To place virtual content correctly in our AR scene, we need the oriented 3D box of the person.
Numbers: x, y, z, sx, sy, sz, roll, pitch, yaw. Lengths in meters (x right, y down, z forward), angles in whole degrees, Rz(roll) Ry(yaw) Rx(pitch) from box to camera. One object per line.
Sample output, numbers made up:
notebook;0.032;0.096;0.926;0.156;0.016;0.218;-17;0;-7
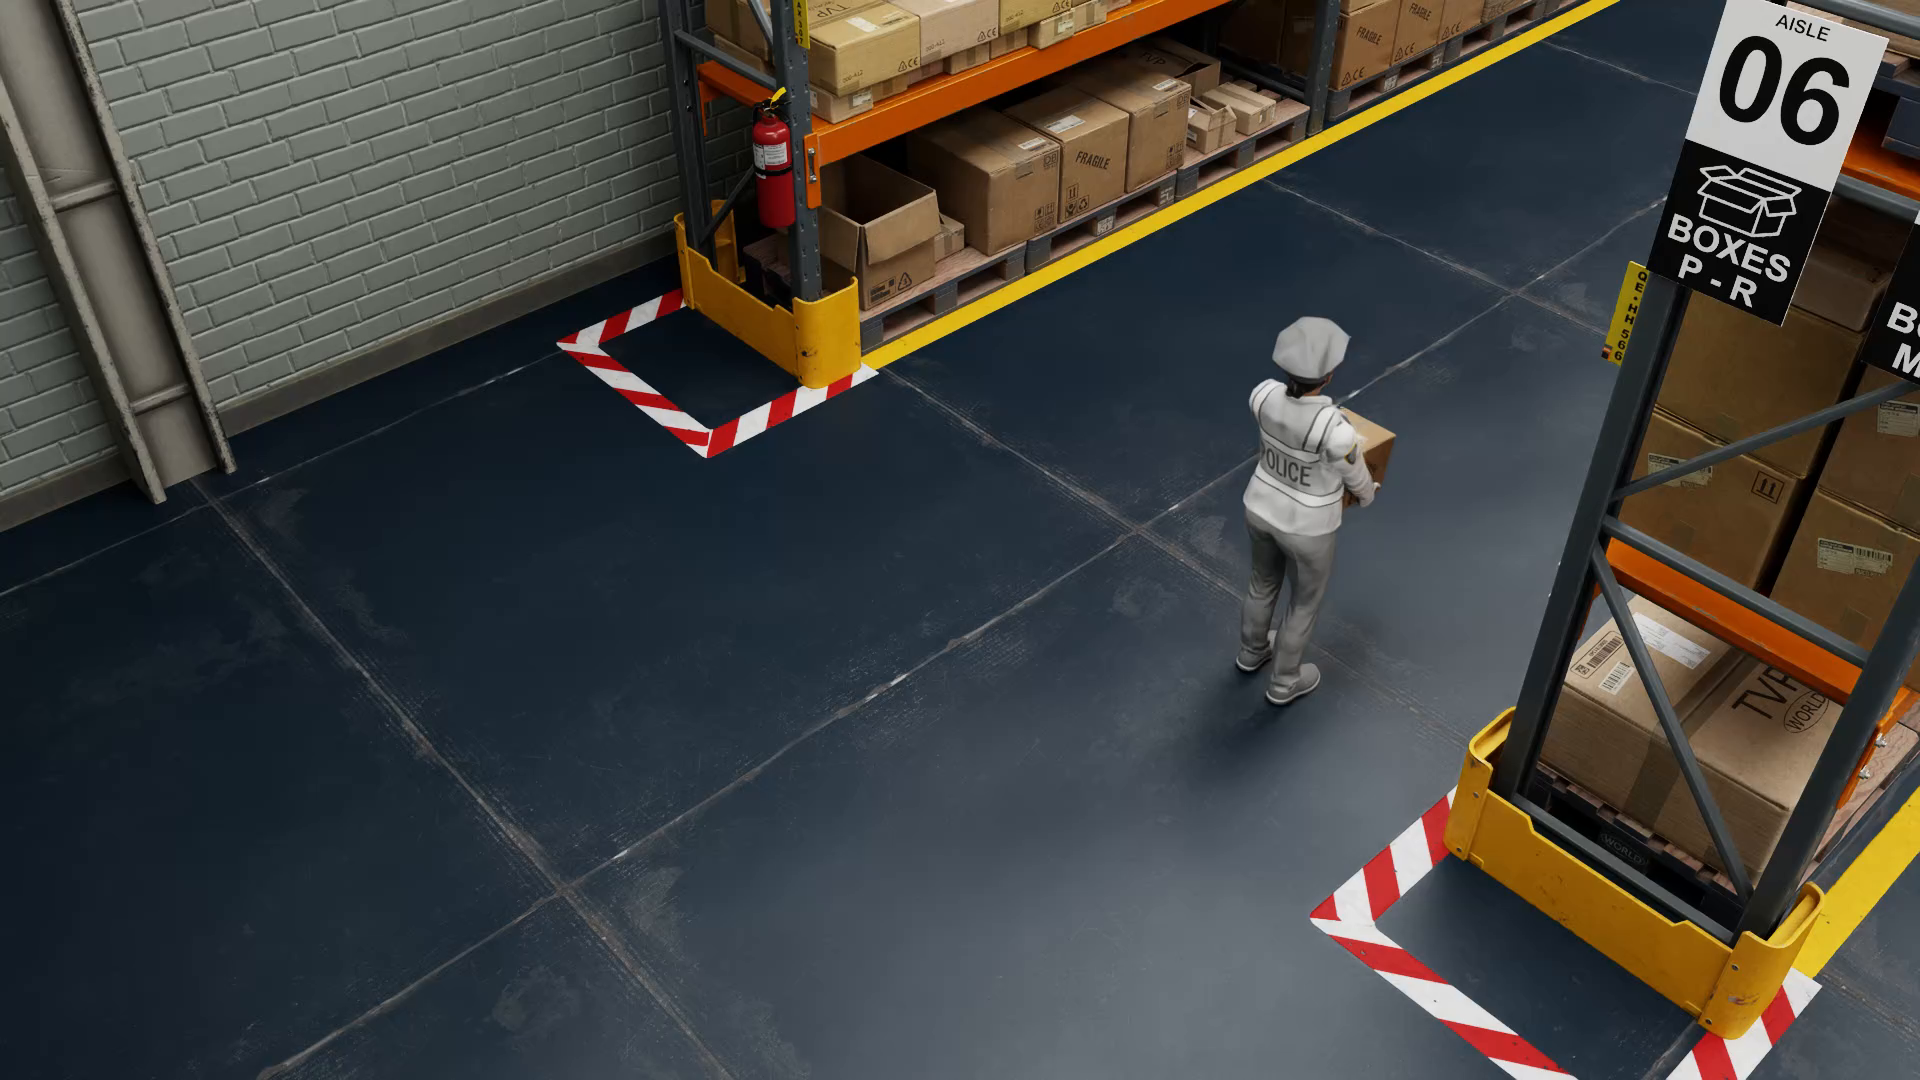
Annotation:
person;1.312;-0.127;6.292;0.525;1.691;0.435;-31;49;-32
